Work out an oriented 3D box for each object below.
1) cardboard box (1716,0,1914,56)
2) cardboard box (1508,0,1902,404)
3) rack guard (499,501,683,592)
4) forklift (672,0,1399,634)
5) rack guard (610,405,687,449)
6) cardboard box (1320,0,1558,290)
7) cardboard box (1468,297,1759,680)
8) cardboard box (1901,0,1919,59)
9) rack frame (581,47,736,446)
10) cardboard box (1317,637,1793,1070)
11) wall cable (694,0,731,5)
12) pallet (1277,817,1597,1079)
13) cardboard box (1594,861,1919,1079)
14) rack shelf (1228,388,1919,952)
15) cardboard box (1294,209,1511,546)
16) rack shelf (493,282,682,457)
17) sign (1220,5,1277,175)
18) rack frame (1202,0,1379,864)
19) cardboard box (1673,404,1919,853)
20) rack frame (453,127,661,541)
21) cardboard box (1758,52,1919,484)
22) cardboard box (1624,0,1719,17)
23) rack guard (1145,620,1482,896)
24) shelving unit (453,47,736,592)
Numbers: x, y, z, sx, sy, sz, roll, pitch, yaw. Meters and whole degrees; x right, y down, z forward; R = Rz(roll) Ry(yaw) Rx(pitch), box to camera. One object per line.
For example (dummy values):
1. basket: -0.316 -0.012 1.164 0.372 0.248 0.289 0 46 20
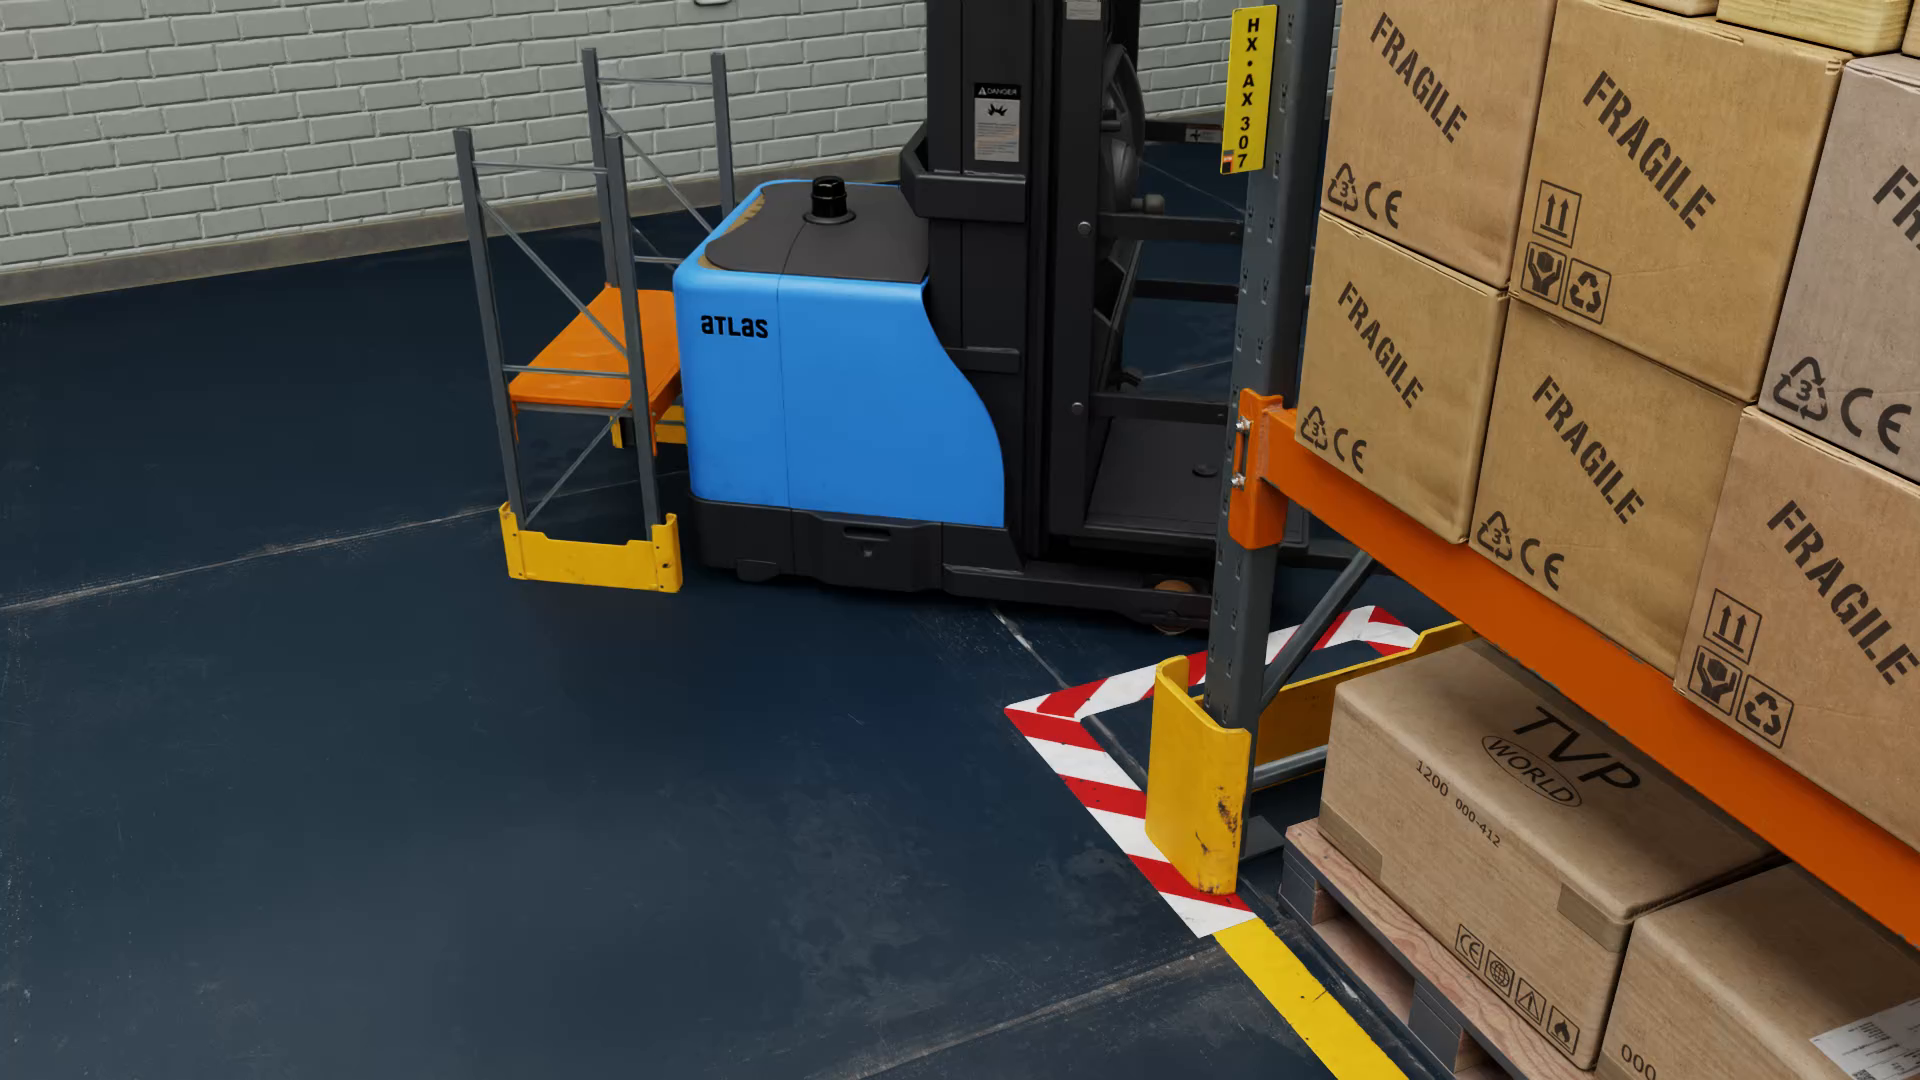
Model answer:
1. cardboard box: 1.294 -0.791 2.306 0.380 0.149 0.250 -14 32 -24
2. cardboard box: 1.254 -0.576 2.586 0.500 0.500 0.500 -14 32 -23
3. rack guard: -1.208 0.021 5.456 0.587 0.250 0.087 5 30 9
4. forklift: 0.677 -1.249 4.980 3.031 2.935 1.130 5 30 9
5. rack guard: -1.040 -0.460 6.313 0.587 0.250 0.087 5 30 9
6. cardboard box: 1.026 -0.803 2.991 0.500 0.500 0.500 -14 32 -23
7. cardboard box: 1.267 -0.149 2.846 0.500 0.500 0.500 -14 32 -23
8. cardboard box: 1.454 -0.686 2.118 0.380 0.149 0.250 -13 32 -22
9. rack frame: -1.041 -1.005 6.008 0.500 1.500 0.032 5 30 9
10. cardboard box: 1.451 0.610 3.786 0.875 0.438 0.875 -14 32 -24
11. wall cable: -1.364 -3.538 7.922 0.585 1.953 0.123 -13 32 -22
12. pallet: 1.491 0.958 3.826 1.003 0.211 1.213 -13 32 -22
13. cardboard box: 1.852 1.012 3.068 0.875 0.438 0.875 -12 32 -21
14. rack shelf: 1.936 0.602 2.345 1.077 0.370 4.000 -13 32 -22
15. cardboard box: 1.024 -0.366 3.234 0.500 0.500 0.500 -13 32 -22
16. rack shelf: -1.126 -0.603 5.659 0.538 0.185 1.000 5 30 9
17. sign: 0.574 -0.893 3.310 0.100 0.325 0.005 -13 32 -22
18. rack frame: 1.077 -0.595 3.745 1.000 3.000 0.127 -13 32 -22
19. cardboard box: 1.469 0.080 2.439 0.500 0.500 0.500 -13 32 -22
20. rack frame: -1.213 -0.515 5.134 0.500 1.500 0.032 5 30 9
21. cardboard box: 1.482 -0.351 2.184 0.500 0.500 0.500 -13 32 -22
22. cardboard box: 1.165 -0.903 2.506 0.380 0.149 0.250 -12 31 -20
23. rack guard: 1.067 0.484 4.375 1.175 0.500 0.348 -13 32 -22
24. shelving unit: -1.125 -0.765 5.579 0.587 1.500 1.083 5 30 9
